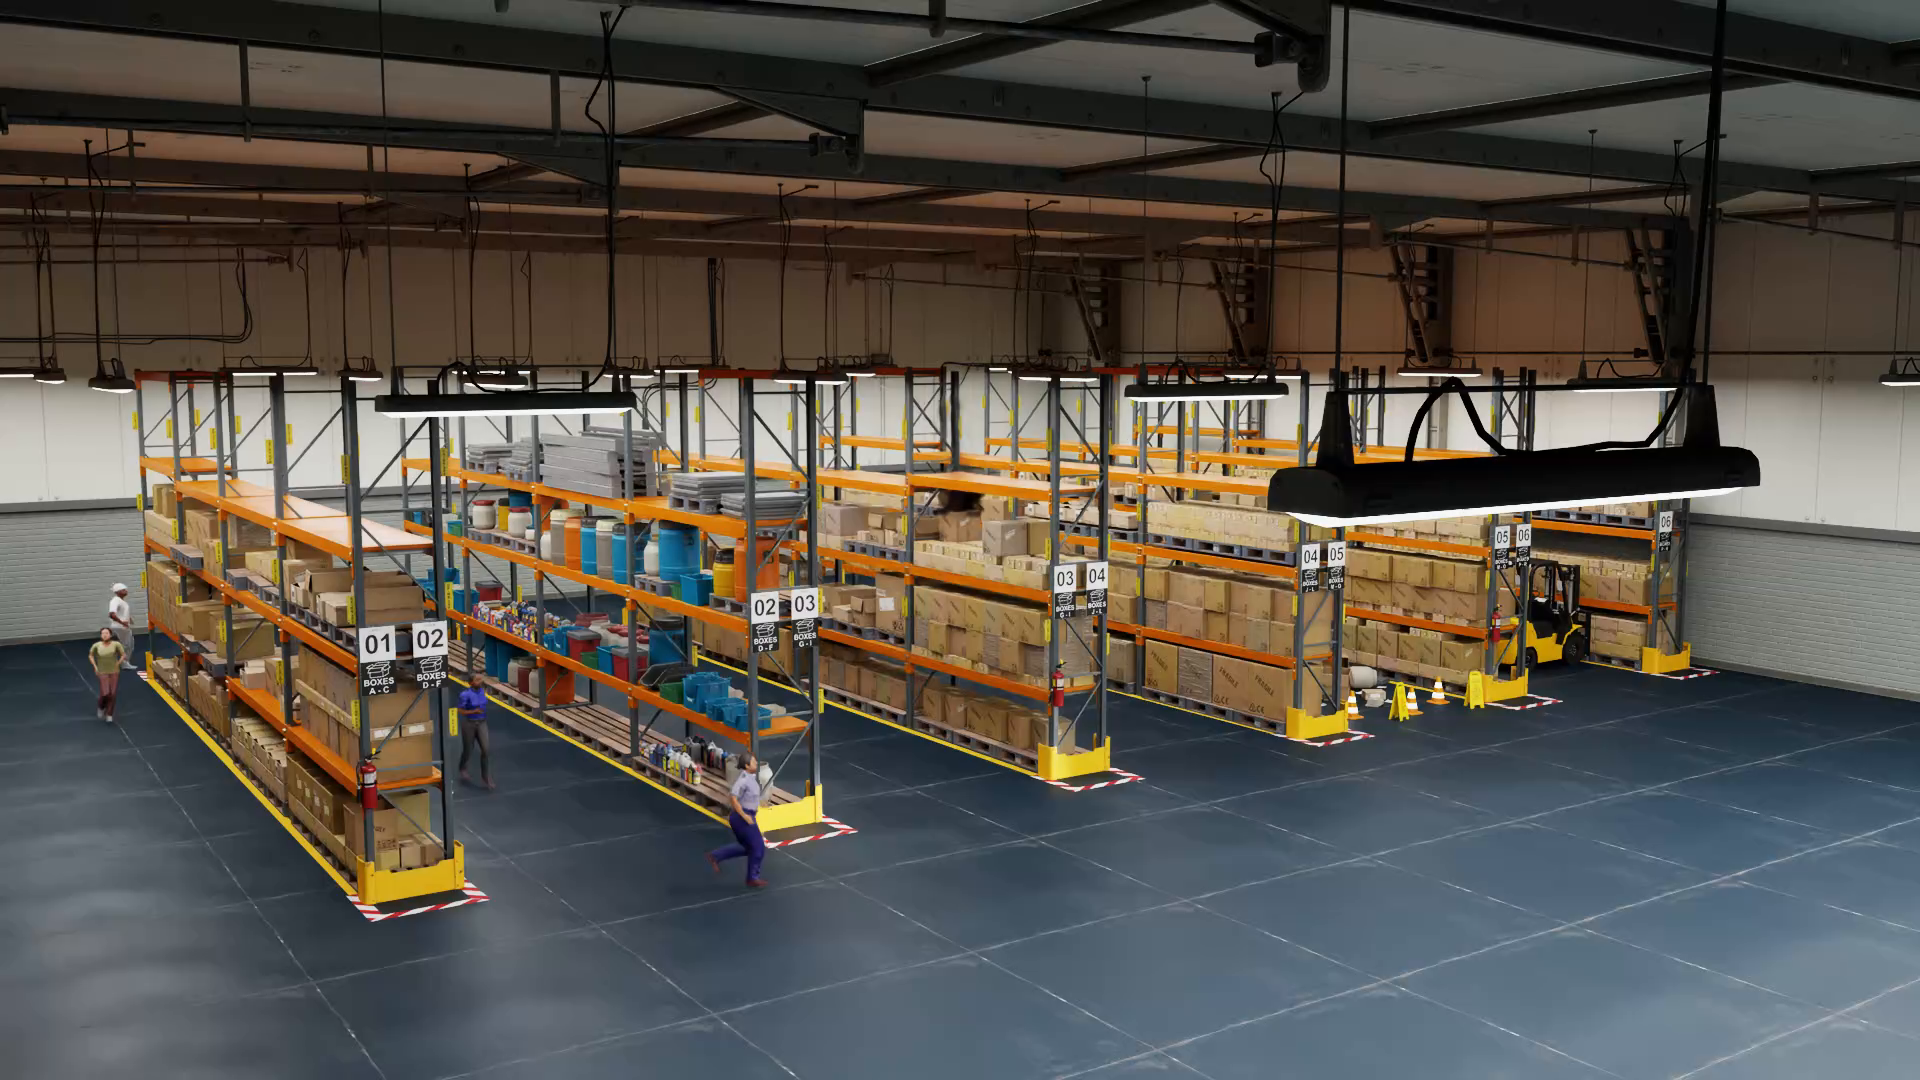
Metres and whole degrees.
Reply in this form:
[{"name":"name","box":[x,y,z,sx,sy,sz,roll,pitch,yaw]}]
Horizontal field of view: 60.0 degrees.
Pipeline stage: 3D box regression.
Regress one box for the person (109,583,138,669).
[{"name":"person","box":[-16.823,1.729,33.225,0.643,1.744,0.723,-2,7,-18]}]

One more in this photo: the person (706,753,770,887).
[{"name":"person","box":[-2.633,3.324,19.731,0.739,1.622,0.592,-1,6,-6]}]

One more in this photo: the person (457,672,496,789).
[{"name":"person","box":[-7.140,2.774,24.343,0.816,1.706,0.556,6,9,42]}]

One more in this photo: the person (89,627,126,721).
[{"name":"person","box":[-14.601,2.303,28.528,0.566,1.637,0.542,-4,8,-31]}]
